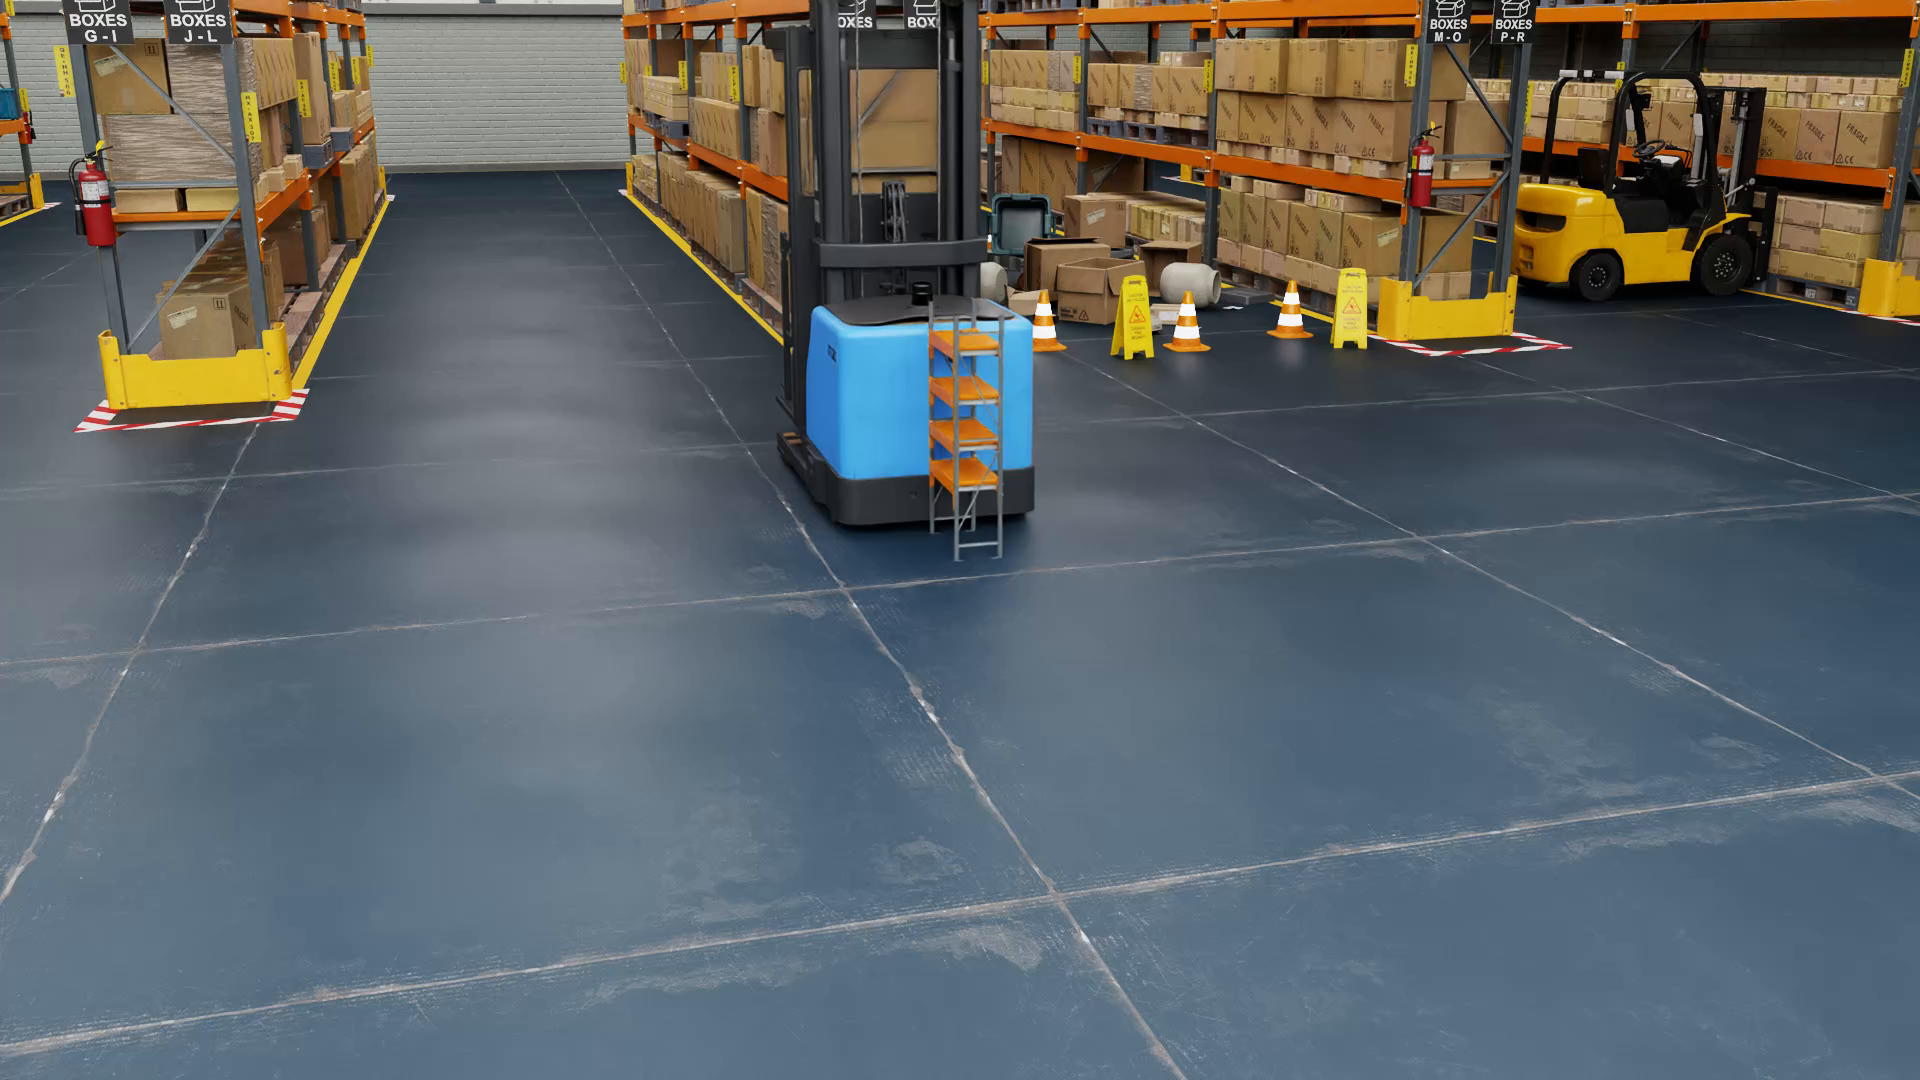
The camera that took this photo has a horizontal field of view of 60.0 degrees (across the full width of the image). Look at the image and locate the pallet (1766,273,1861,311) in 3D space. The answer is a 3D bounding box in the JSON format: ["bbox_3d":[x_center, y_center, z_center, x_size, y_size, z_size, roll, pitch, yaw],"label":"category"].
[{"bbox_3d":[8.725,-2.453,16.252,1.003,0.211,1.213,-5,17,-15],"label":"pallet"}]

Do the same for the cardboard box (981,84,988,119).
[{"bbox_3d":[0.533,-6.662,25.244,0.500,0.500,0.500,-5,17,-15],"label":"cardboard box"}]

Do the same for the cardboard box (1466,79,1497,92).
[{"bbox_3d":[6.751,-5.898,21.571,0.380,0.149,0.250,-4,17,-14],"label":"cardboard box"}]

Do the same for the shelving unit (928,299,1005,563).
[{"bbox_3d":[0.025,-0.542,8.170,0.258,1.200,0.503,-4,17,-14],"label":"shelving unit"}]

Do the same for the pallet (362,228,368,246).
[{"bbox_3d":[-7.999,-3.842,20.875,1.003,0.211,1.213,-5,17,-15],"label":"pallet"}]

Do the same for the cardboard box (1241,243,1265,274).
[{"bbox_3d":[3.164,-2.847,16.764,0.500,0.250,0.500,-4,17,-12],"label":"cardboard box"}]

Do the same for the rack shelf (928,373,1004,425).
[{"bbox_3d":[0.025,-0.692,8.125,0.258,0.148,0.480,-4,17,-14],"label":"rack shelf"}]

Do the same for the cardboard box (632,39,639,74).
[{"bbox_3d":[-4.647,-7.292,25.086,0.500,0.500,0.500,-5,18,-17],"label":"cardboard box"}]

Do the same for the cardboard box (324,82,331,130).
[{"bbox_3d":[-7.087,-4.573,17.558,0.700,0.500,0.500,-2,17,-7],"label":"cardboard box"}]

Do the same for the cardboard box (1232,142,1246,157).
[{"bbox_3d":[3.002,-3.995,16.974,0.380,0.149,0.250,-4,17,-14],"label":"cardboard box"}]

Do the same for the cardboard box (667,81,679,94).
[{"bbox_3d":[-3.369,-5.515,20.272,0.380,0.149,0.250,-5,17,-16],"label":"cardboard box"}]

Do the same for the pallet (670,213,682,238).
[{"bbox_3d":[-3.272,-4.198,22.062,1.003,0.211,1.213,-5,17,-15],"label":"pallet"}]

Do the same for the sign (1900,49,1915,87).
[{"bbox_3d":[8.450,-4.210,14.827,0.100,0.325,0.005,-5,17,-15],"label":"sign"}]

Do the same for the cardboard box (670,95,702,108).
[{"bbox_3d":[-3.300,-5.305,20.087,0.380,0.149,0.250,-4,17,-14],"label":"cardboard box"}]

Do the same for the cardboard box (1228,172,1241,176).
[{"bbox_3d":[4.902,-6.440,28.292,0.500,0.500,0.500,-4,17,-14],"label":"cardboard box"}]

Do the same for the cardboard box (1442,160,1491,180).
[{"bbox_3d":[4.309,-3.177,14.252,0.380,0.149,0.250,-5,17,-15],"label":"cardboard box"}]

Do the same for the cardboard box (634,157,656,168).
[{"bbox_3d":[-4.970,-5.996,26.390,0.380,0.149,0.250,-5,17,-15],"label":"cardboard box"}]

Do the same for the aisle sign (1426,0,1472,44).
[{"bbox_3d":[3.942,-4.392,13.341,0.394,0.787,0.004,-5,17,-15],"label":"aisle sign"}]

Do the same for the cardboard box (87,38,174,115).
[{"bbox_3d":[-5.714,-3.205,11.480,0.500,0.500,0.500,-5,17,-15],"label":"cardboard box"}]

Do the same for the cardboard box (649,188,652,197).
[{"bbox_3d":[-4.387,-5.151,24.611,0.380,0.149,0.250,-5,18,-17],"label":"cardboard box"}]

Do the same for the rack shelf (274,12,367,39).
[{"bbox_3d":[-9.172,-7.368,23.804,1.077,0.370,4.000,-5,17,-15],"label":"rack shelf"}]

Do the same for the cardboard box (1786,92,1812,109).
[{"bbox_3d":[8.323,-4.297,16.243,0.380,0.149,0.250,-5,18,-17],"label":"cardboard box"}]

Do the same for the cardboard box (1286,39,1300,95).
[{"bbox_3d":[3.479,-4.403,15.467,0.700,0.500,0.500,-5,17,-16],"label":"cardboard box"}]

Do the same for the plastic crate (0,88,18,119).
[{"bbox_3d":[-14.213,-6.406,24.397,0.616,0.435,0.499,-5,17,-15],"label":"plastic crate"}]

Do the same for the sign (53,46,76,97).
[{"bbox_3d":[-5.864,-3.071,10.900,0.100,0.325,0.005,-5,17,-15],"label":"sign"}]

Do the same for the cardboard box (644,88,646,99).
[{"bbox_3d":[-4.160,-6.165,22.952,0.380,0.149,0.250,-4,17,-14],"label":"cardboard box"}]

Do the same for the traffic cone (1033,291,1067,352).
[{"bbox_3d":[0.691,-1.812,13.680,0.336,0.463,0.334,-5,17,-15],"label":"traffic cone"}]

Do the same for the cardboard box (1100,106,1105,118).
[{"bbox_3d":[1.961,-5.295,20.573,0.380,0.149,0.250,-6,18,-19],"label":"cardboard box"}]

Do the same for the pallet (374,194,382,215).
[{"bbox_3d":[-9.095,-4.942,24.538,1.003,0.211,1.213,-5,17,-15],"label":"pallet"}]

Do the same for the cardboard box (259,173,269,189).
[{"bbox_3d":[-5.524,-2.726,12.751,0.380,0.149,0.250,-5,17,-15],"label":"cardboard box"}]

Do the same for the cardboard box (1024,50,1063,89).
[{"bbox_3d":[1.200,-6.469,22.861,0.500,0.500,0.500,-5,17,-16],"label":"cardboard box"}]

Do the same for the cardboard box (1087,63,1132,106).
[{"bbox_3d":[1.906,-5.649,20.622,0.500,0.500,0.500,-5,17,-17],"label":"cardboard box"}]

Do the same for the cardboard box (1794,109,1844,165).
[{"bbox_3d":[8.454,-3.888,16.008,0.500,0.500,0.500,-4,17,-14],"label":"cardboard box"}]

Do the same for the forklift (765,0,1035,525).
[{"bbox_3d":[-0.484,-1.862,9.556,1.130,2.935,3.031,-4,17,-14],"label":"forklift"}]

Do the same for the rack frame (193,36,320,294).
[{"bbox_3d":[-6.424,-3.510,14.923,1.000,3.000,0.127,-5,17,-15],"label":"rack frame"}]

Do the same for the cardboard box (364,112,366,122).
[{"bbox_3d":[-8.741,-6.069,23.880,0.380,0.149,0.250,-4,17,-15],"label":"cardboard box"}]

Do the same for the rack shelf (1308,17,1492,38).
[{"bbox_3d":[6.227,-7.439,24.039,1.077,0.370,4.000,-5,17,-15],"label":"rack shelf"}]

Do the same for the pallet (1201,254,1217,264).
[{"bbox_3d":[2.889,-3.173,18.649,1.003,0.211,1.213,-5,17,-15],"label":"pallet"}]

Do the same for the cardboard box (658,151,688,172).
[{"bbox_3d":[-3.877,-5.225,22.944,0.500,0.250,0.500,-5,18,-18],"label":"cardboard box"}]

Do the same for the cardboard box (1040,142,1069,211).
[{"bbox_3d":[1.654,-5.028,22.941,0.875,0.875,0.875,-4,17,-15],"label":"cardboard box"}]

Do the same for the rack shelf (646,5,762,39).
[{"bbox_3d":[-3.276,-6.626,21.333,1.077,0.370,4.000,-5,17,-15],"label":"rack shelf"}]

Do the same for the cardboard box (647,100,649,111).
[{"bbox_3d":[-4.078,-5.946,22.741,0.380,0.149,0.250,-4,17,-14],"label":"cardboard box"}]

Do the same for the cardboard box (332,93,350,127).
[{"bbox_3d":[-7.819,-5.243,20.518,0.500,0.500,0.500,-5,17,-15],"label":"cardboard box"}]

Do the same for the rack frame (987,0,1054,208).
[{"bbox_3d":[0.906,-6.506,24.898,1.000,3.000,0.127,-5,17,-15],"label":"rack frame"}]

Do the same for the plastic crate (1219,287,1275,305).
[{"bbox_3d":[2.747,-2.396,16.290,0.402,0.080,0.583,-12,20,-34],"label":"plastic crate"}]

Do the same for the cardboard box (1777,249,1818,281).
[{"bbox_3d":[8.415,-2.708,16.303,0.500,0.250,0.500,-5,17,-15],"label":"cardboard box"}]

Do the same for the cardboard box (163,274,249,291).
[{"bbox_3d":[-5.678,-1.744,12.660,0.500,0.500,0.500,0,17,-1],"label":"cardboard box"}]

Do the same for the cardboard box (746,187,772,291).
[{"bbox_3d":[-1.522,-2.878,15.783,0.875,0.875,0.875,-4,17,-14],"label":"cardboard box"}]

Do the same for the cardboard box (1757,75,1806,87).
[{"bbox_3d":[8.247,-4.588,16.693,0.380,0.149,0.250,-4,17,-14],"label":"cardboard box"}]

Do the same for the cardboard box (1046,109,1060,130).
[{"bbox_3d":[1.461,-5.588,22.100,0.500,0.250,0.500,-4,17,-14],"label":"cardboard box"}]

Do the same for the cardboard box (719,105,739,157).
[{"bbox_3d":[-2.167,-4.185,16.997,0.500,0.500,0.500,-5,17,-16],"label":"cardboard box"}]

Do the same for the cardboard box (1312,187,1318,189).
[{"bbox_3d":[3.525,-3.395,17.285,0.500,0.500,0.500,-5,17,-16],"label":"cardboard box"}]

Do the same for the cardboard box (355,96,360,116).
[{"bbox_3d":[-8.500,-5.944,22.771,0.500,0.250,0.500,-5,17,-16],"label":"cardboard box"}]
